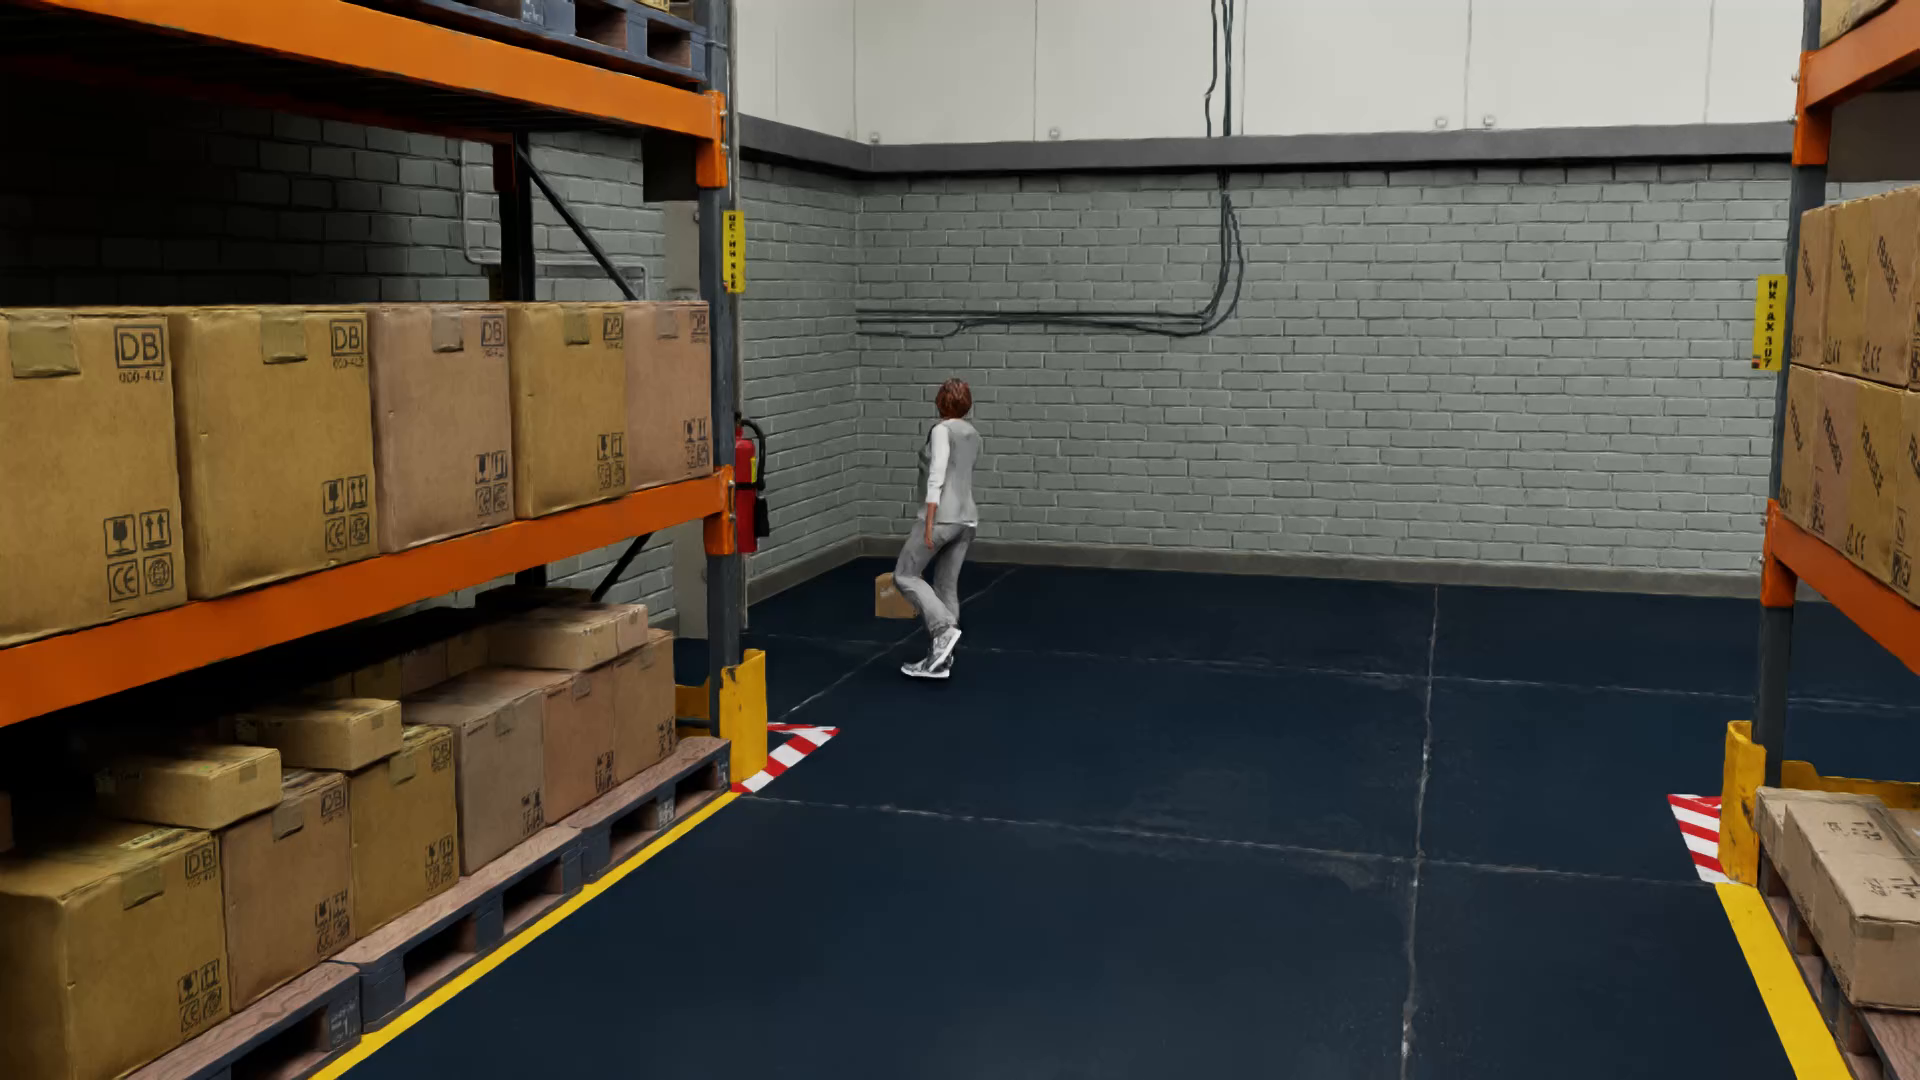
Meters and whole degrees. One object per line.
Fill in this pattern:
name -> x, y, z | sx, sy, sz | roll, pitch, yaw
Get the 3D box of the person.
person -> -0.089, -0.054, 8.764 | 0.450, 1.551, 0.613 | 6, 10, 34
